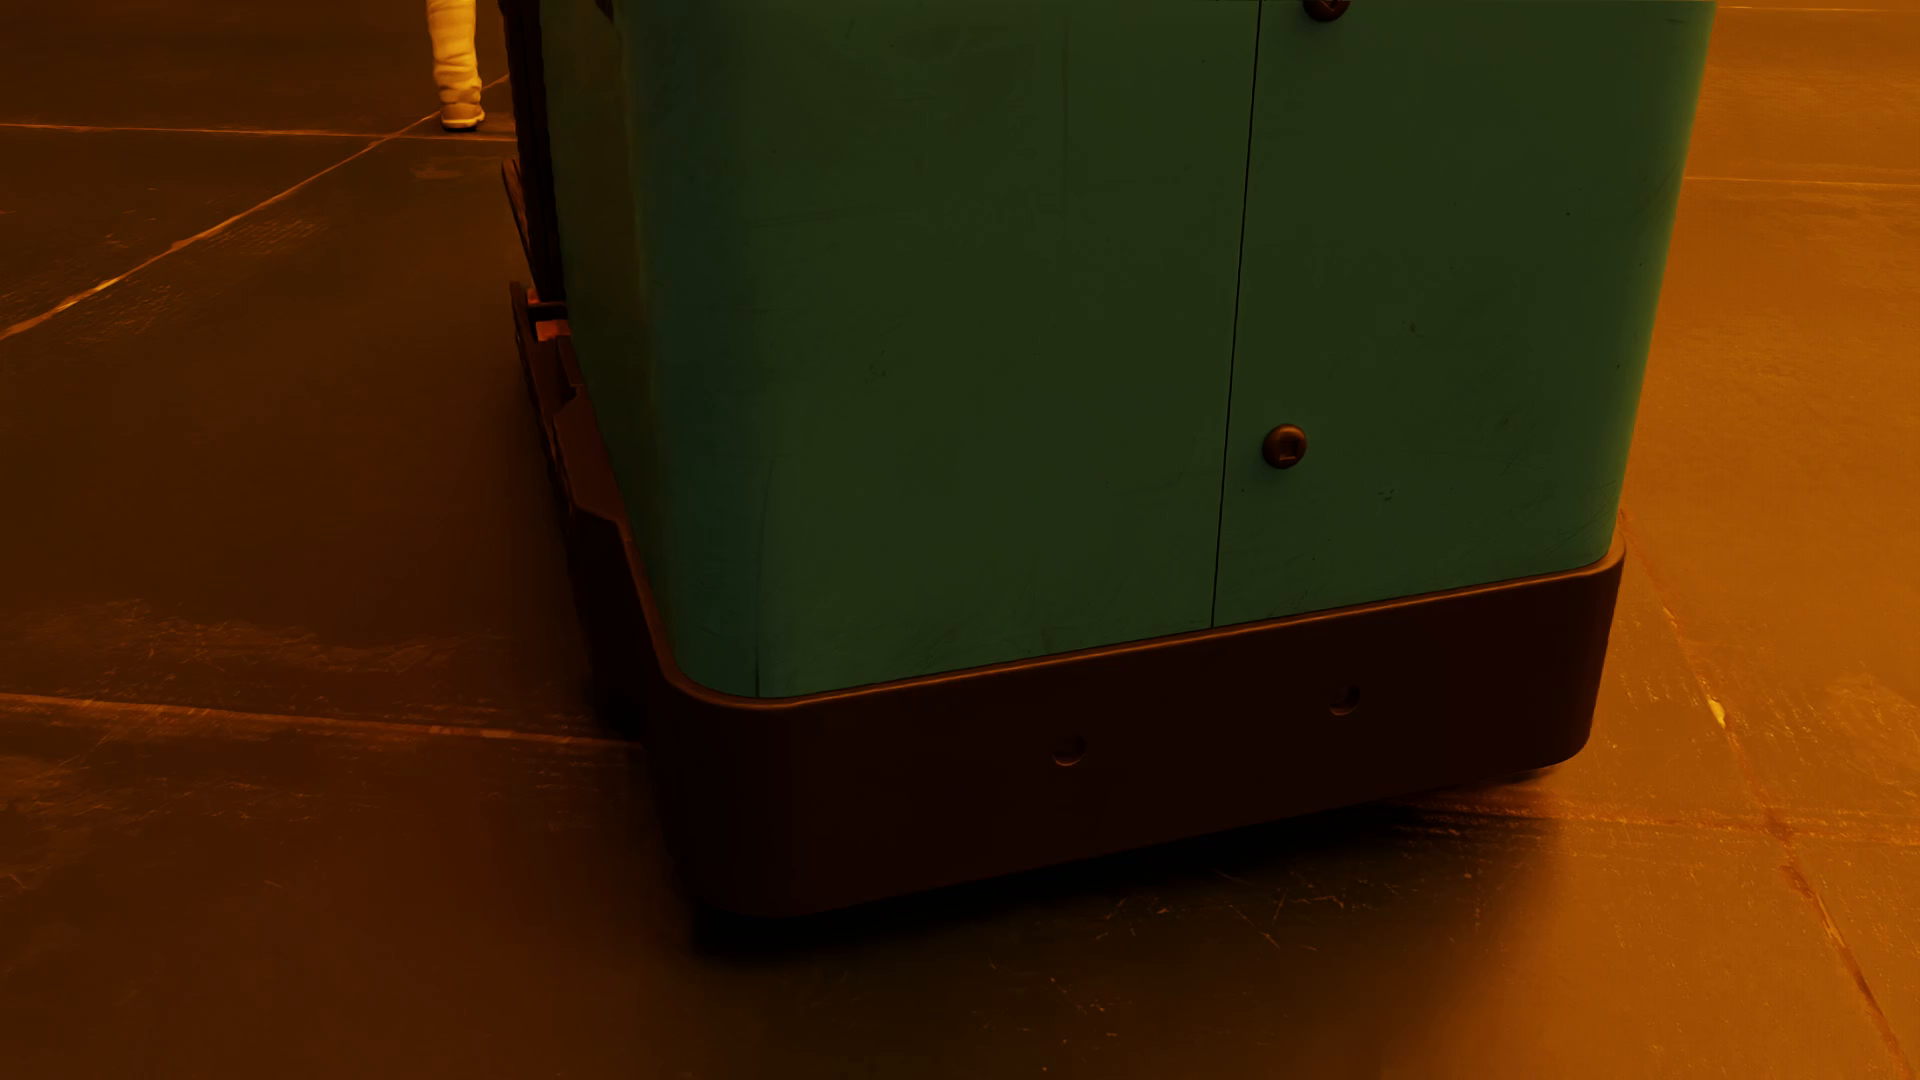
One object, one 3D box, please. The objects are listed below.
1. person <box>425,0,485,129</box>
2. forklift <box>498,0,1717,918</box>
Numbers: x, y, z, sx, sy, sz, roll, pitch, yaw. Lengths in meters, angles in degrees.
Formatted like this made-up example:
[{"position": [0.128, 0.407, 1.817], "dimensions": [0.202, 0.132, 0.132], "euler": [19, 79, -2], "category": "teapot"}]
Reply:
[{"position": [-1.349, -2.062, 4.838], "dimensions": [0.601, 1.614, 0.647], "euler": [-3, 27, -7], "category": "person"}, {"position": [-0.208, -1.584, 2.393], "dimensions": [1.130, 2.935, 3.031], "euler": [-8, 28, -16], "category": "forklift"}]
